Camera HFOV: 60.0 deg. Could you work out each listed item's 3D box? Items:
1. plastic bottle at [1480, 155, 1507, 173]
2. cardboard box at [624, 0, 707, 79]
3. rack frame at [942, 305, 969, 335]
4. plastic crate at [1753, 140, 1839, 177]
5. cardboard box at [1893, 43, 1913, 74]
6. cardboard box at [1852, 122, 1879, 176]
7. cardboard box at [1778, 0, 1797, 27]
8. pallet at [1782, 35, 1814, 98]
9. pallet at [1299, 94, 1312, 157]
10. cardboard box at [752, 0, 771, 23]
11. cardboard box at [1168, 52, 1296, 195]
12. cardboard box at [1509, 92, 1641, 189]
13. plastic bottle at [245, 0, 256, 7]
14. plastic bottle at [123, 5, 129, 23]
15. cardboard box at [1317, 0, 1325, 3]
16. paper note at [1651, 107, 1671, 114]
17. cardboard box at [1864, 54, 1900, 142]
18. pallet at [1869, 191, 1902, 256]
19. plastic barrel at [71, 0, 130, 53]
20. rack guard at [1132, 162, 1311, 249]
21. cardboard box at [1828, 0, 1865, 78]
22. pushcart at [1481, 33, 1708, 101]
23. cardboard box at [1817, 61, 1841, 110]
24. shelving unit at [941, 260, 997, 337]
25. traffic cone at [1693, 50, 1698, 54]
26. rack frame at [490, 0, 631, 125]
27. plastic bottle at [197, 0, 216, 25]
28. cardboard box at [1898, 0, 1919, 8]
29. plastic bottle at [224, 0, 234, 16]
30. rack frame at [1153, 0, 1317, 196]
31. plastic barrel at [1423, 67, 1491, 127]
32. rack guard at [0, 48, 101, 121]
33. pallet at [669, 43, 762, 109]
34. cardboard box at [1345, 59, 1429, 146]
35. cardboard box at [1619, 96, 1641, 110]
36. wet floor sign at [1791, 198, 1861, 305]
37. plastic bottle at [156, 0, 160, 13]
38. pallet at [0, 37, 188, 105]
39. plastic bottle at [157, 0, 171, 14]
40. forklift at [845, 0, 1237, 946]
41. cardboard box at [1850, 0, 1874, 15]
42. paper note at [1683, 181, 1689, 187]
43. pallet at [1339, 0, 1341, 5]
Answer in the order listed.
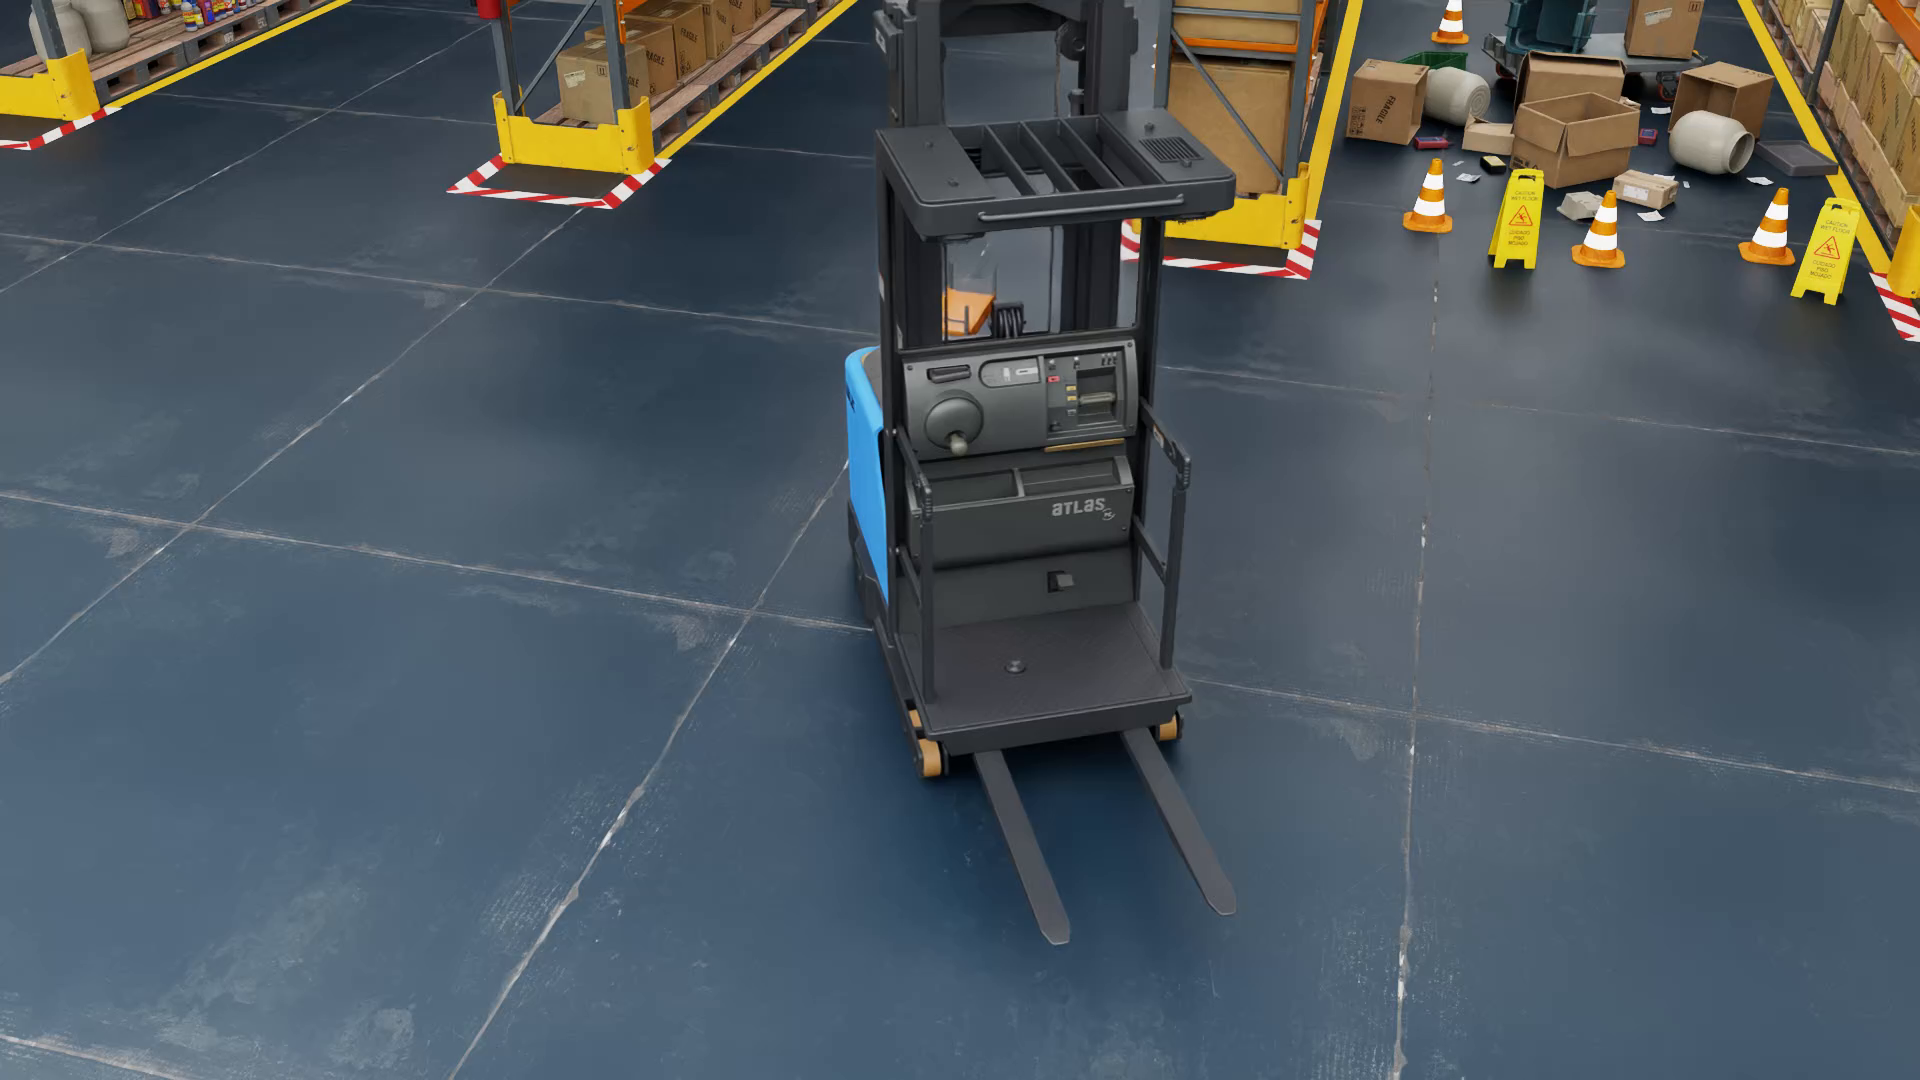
[{"bbox_3d":[4.070,-2.886,12.732,0.133,0.061,0.283,-3,33,-4],"label":"plastic bottle"},{"bbox_3d":[-2.498,-4.237,14.057,0.500,0.500,0.500,11,34,17],"label":"cardboard box"},{"bbox_3d":[-0.077,-0.600,8.075,0.240,1.200,0.015,9,34,14],"label":"rack frame"},{"bbox_3d":[6.441,-2.947,12.810,0.402,0.080,0.583,-3,33,-4],"label":"plastic crate"},{"bbox_3d":[6.732,-3.331,11.561,0.380,0.149,0.250,9,34,14],"label":"cardboard box"},{"bbox_3d":[6.829,-2.819,12.060,0.500,0.250,0.500,7,33,11],"label":"cardboard box"},{"bbox_3d":[8.117,-4.957,15.310,0.950,0.372,0.625,9,34,14],"label":"cardboard box"},{"bbox_3d":[7.829,-4.109,14.517,1.003,0.211,1.213,8,33,12],"label":"pallet"},{"bbox_3d":[2.243,-3.307,13.256,1.003,0.211,1.213,8,33,12],"label":"pallet"},{"bbox_3d":[-2.093,-5.151,15.495,0.500,0.500,0.500,7,33,11],"label":"cardboard box"},{"bbox_3d":[1.912,-3.069,11.871,0.875,0.875,0.875,8,33,13],"label":"cardboard box"},{"bbox_3d":[4.614,-3.009,12.514,0.797,0.503,0.637,-14,35,-21],"label":"cardboard box"},{"bbox_3d":[-6.804,-5.217,15.789,0.152,0.276,0.135,9,33,13],"label":"plastic bottle"},{"bbox_3d":[-7.717,-4.847,15.277,0.097,0.201,0.097,0,32,0],"label":"plastic bottle"},{"bbox_3d":[2.236,-4.251,12.002,0.875,0.550,0.550,8,33,12],"label":"cardboard box"},{"bbox_3d":[5.848,-3.586,13.862,0.148,0.019,0.142,8,33,12],"label":"paper note"},{"bbox_3d":[6.832,-3.123,11.839,0.500,0.500,0.500,7,33,11],"label":"cardboard box"},{"bbox_3d":[6.877,-2.085,11.334,1.003,0.211,1.213,8,33,12],"label":"pallet"},{"bbox_3d":[-7.539,-4.569,14.569,0.421,0.512,0.421,0,32,0],"label":"plastic barrel"},{"bbox_3d":[1.798,-2.360,11.497,1.175,0.500,0.348,8,33,12],"label":"rack guard"},{"bbox_3d":[7.222,-3.946,13.133,0.500,0.500,0.500,10,34,15],"label":"cardboard box"},{"bbox_3d":[5.414,-4.060,14.284,1.648,0.377,0.936,-3,33,-4],"label":"pushcart"},{"bbox_3d":[7.222,-3.629,13.334,0.500,0.250,0.500,7,33,10],"label":"cardboard box"},{"bbox_3d":[-0.009,-0.725,8.273,0.258,1.200,0.503,9,34,14],"label":"shelving unit"},{"bbox_3d":[6.593,-4.645,15.126,0.336,0.463,0.334,8,33,12],"label":"traffic cone"},{"bbox_3d":[-2.968,-4.155,11.990,1.000,3.000,0.127,8,33,12],"label":"rack frame"},{"bbox_3d":[-6.922,-4.882,15.256,0.061,0.283,0.133,9,33,13],"label":"plastic bottle"},{"bbox_3d":[6.872,-3.859,11.758,0.380,0.149,0.250,8,33,12],"label":"cardboard box"},{"bbox_3d":[-6.860,-5.014,15.539,0.097,0.201,0.097,0,32,0],"label":"plastic bottle"},{"bbox_3d":[1.804,-3.428,10.846,1.000,3.000,0.127,8,33,12],"label":"rack frame"},{"bbox_3d":[4.015,-3.618,13.547,0.421,0.421,0.512,-21,38,-29],"label":"plastic barrel"},{"bbox_3d":[-7.785,-3.821,13.794,1.175,0.500,0.348,8,33,12],"label":"rack guard"},{"bbox_3d":[-2.397,-4.066,14.449,1.003,0.211,1.213,8,33,12],"label":"pallet"},{"bbox_3d":[3.418,-3.504,13.294,0.500,0.500,0.500,14,35,21],"label":"cardboard box"},{"bbox_3d":[5.350,-3.597,13.661,0.258,0.266,0.396,-14,35,-21],"label":"cardboard box"},{"bbox_3d":[5.534,-1.860,10.574,0.267,0.644,0.232,20,38,29],"label":"wet floor sign"},{"bbox_3d":[-7.591,-5.078,15.570,0.152,0.276,0.135,7,33,11],"label":"plastic bottle"},{"bbox_3d":[-7.574,-4.120,14.533,1.003,0.211,1.213,8,33,12],"label":"pallet"},{"bbox_3d":[-7.466,-5.039,15.578,0.097,0.201,0.097,0,32,0],"label":"plastic bottle"},{"bbox_3d":[0.294,-0.499,6.304,1.130,2.935,3.031,-7,33,-11],"label":"forklift"},{"bbox_3d":[7.132,-4.163,12.870,0.380,0.149,0.250,8,33,13],"label":"cardboard box"},{"bbox_3d":[5.424,-2.655,12.417,0.032,0.001,0.123,8,33,12],"label":"paper note"},{"bbox_3d":[3.249,-5.372,16.504,1.003,0.211,1.213,8,33,12],"label":"pallet"}]
